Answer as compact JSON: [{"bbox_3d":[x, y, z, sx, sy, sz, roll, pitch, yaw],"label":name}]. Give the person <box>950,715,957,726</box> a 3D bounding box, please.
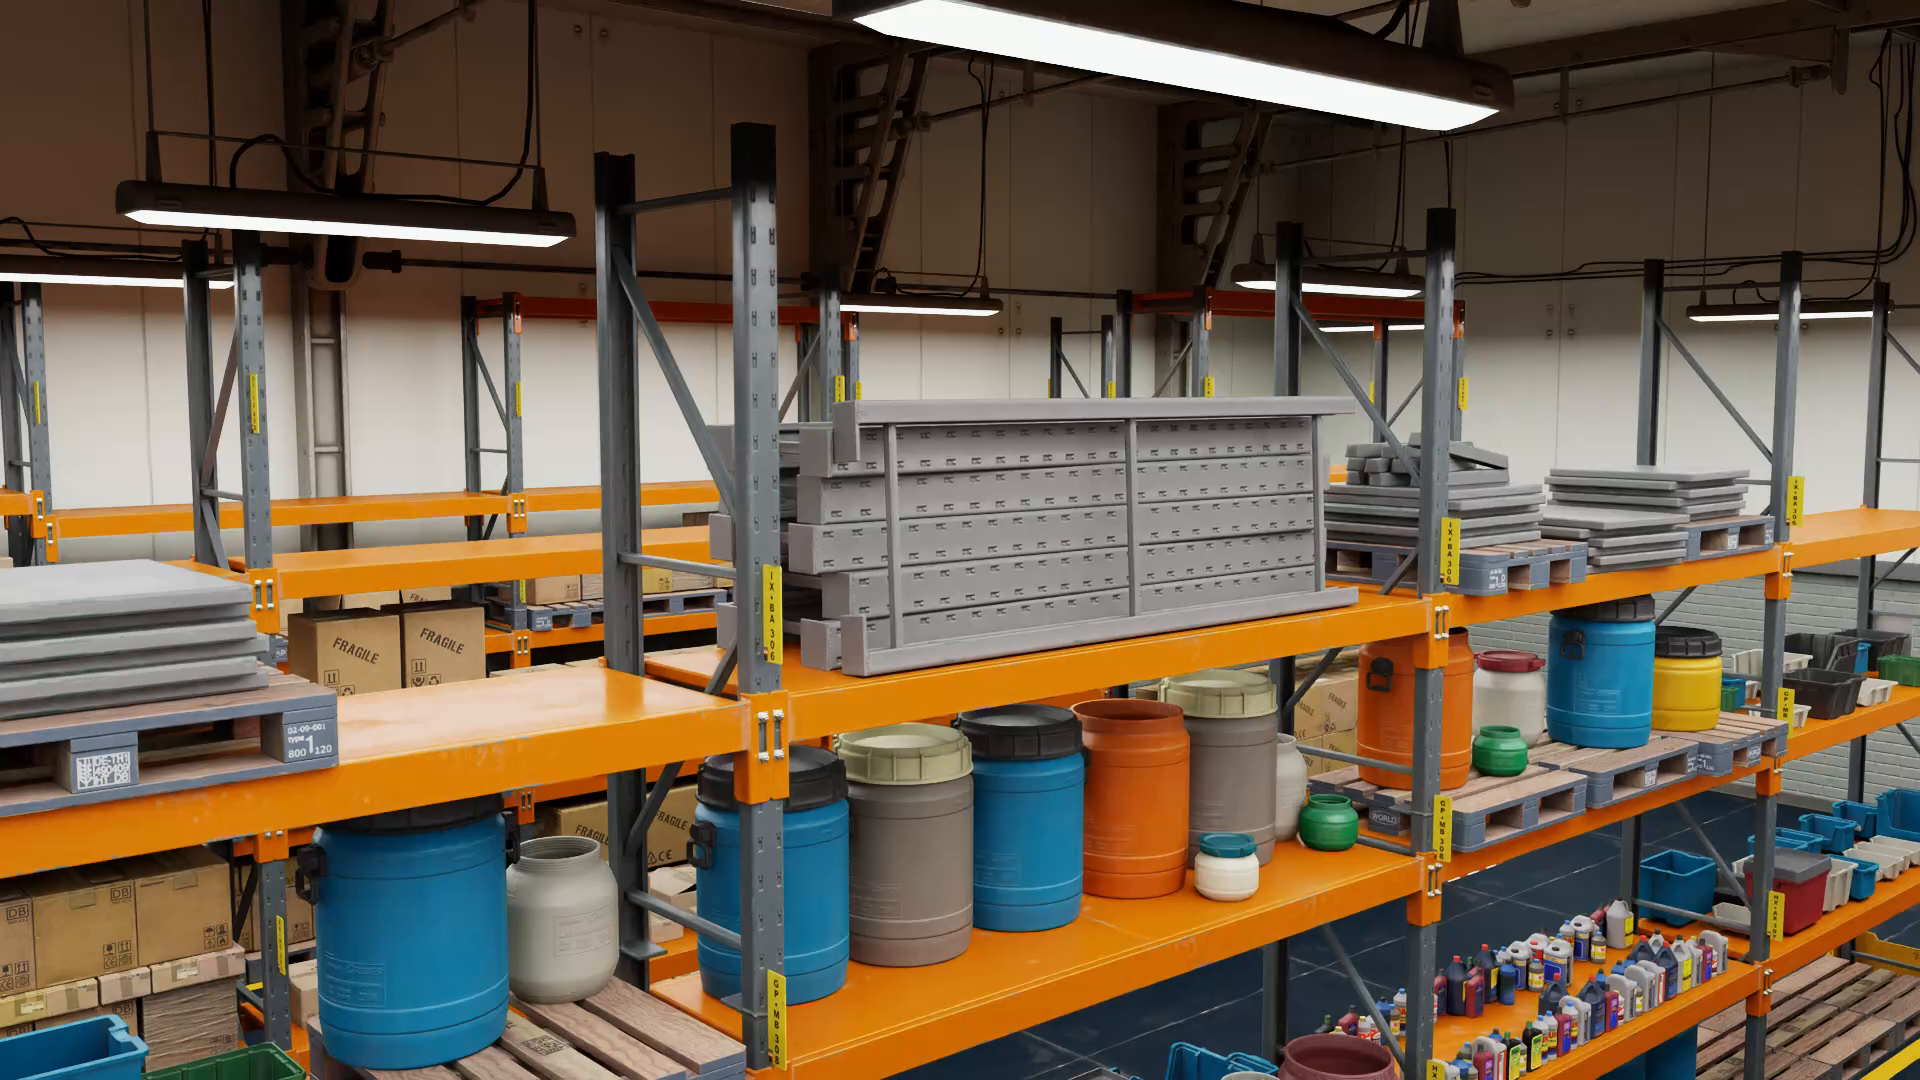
[{"bbox_3d":[0.143,2.658,17.565,1.155,1.705,0.655,1,5,7],"label":"person"}]
